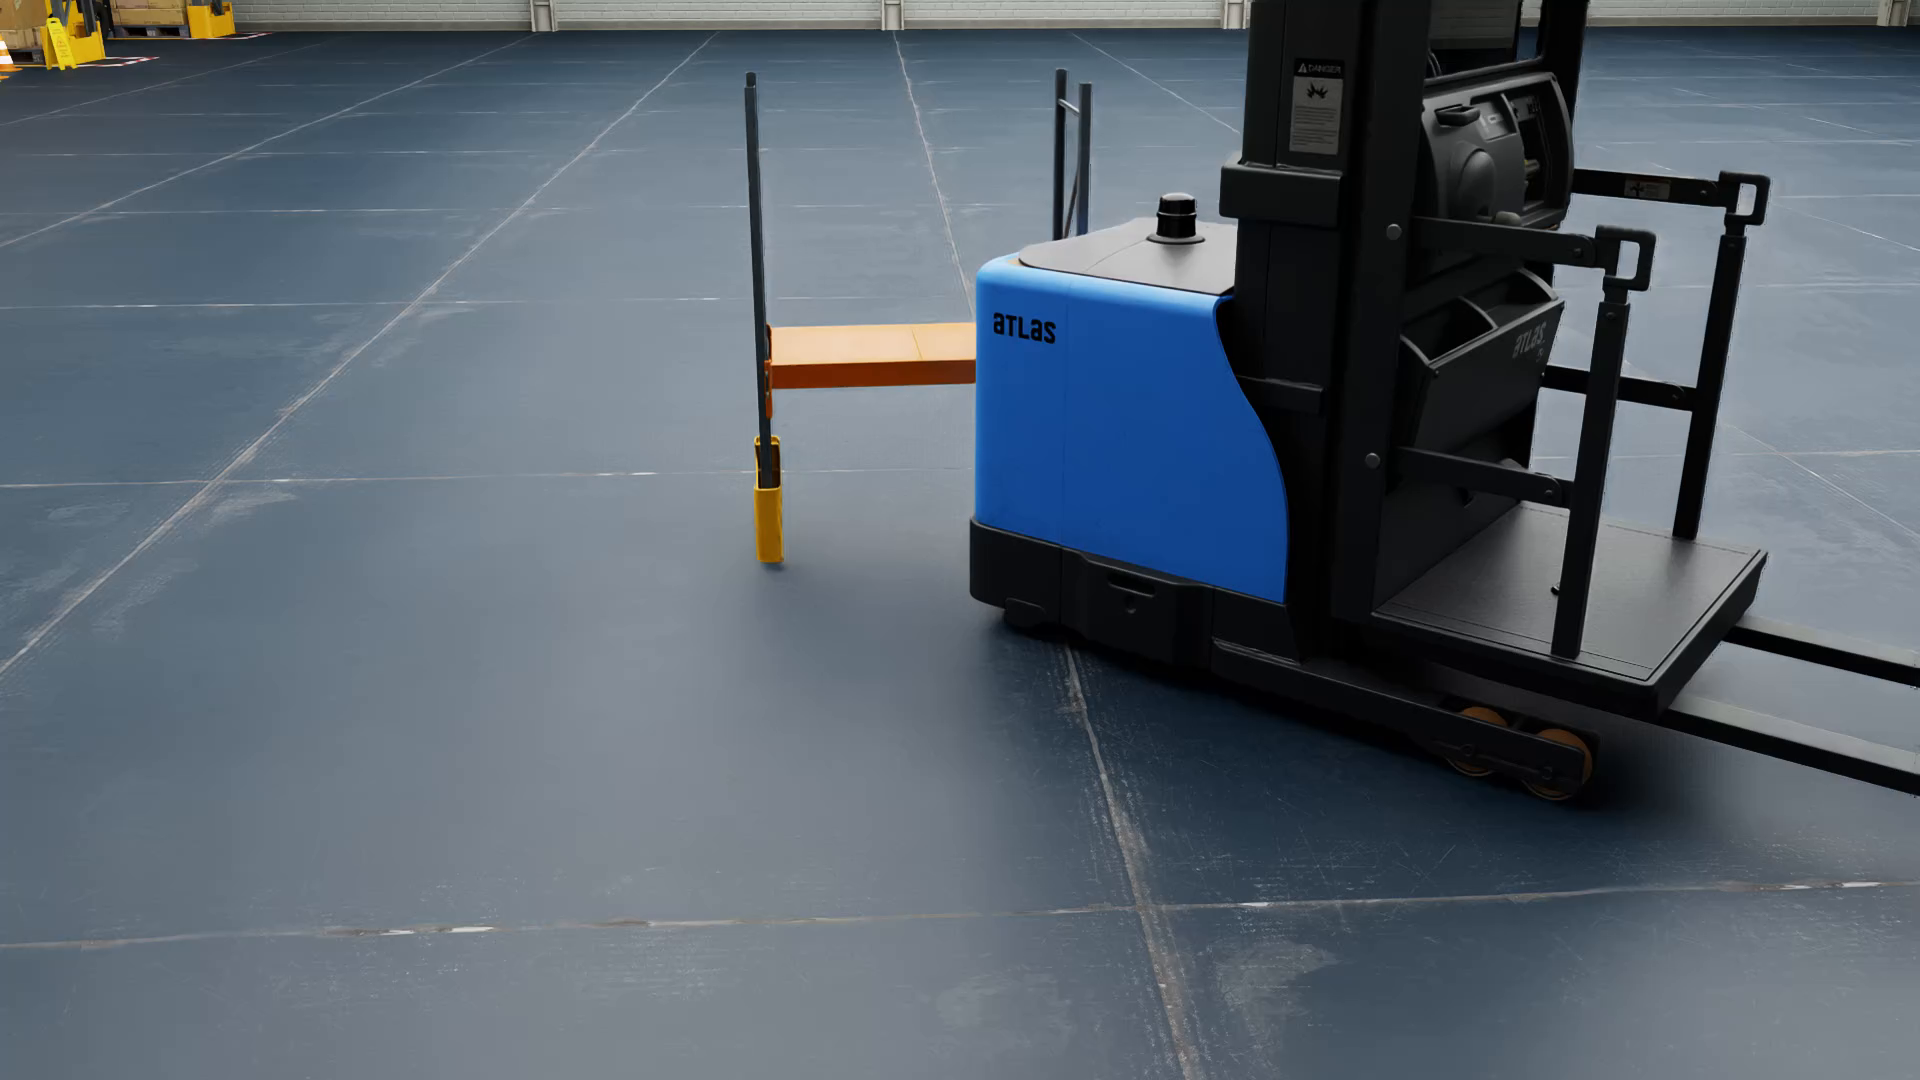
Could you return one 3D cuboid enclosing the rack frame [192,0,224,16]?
[{"bbox_3d":[-12.408,-9.768,27.062,0.127,3.000,1.000,-1,21,-3],"label":"rack frame"}]

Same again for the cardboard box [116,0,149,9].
[{"bbox_3d":[-13.377,-8.786,27.053,0.500,0.250,0.500,-1,21,-4],"label":"cardboard box"}]

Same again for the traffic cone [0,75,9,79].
[{"bbox_3d":[-12.074,-5.965,20.638,0.334,0.463,0.336,-1,21,-3],"label":"traffic cone"}]

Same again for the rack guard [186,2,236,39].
[{"bbox_3d":[-12.384,-8.600,27.508,0.348,0.500,1.175,-1,21,-3],"label":"rack guard"}]

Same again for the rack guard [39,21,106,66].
[{"bbox_3d":[-12.197,-6.835,22.872,0.348,0.500,1.175,-1,21,-3],"label":"rack guard"}]

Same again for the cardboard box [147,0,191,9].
[{"bbox_3d":[-12.876,-8.792,27.070,0.500,0.250,0.500,-1,21,-4],"label":"cardboard box"}]

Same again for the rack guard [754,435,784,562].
[{"bbox_3d":[-0.652,-0.149,5.662,0.087,0.250,0.587,-2,21,-6],"label":"rack guard"}]

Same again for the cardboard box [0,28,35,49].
[{"bbox_3d":[-12.936,-6.804,22.550,0.500,0.250,0.500,-1,21,-3],"label":"cardboard box"}]

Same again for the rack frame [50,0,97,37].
[{"bbox_3d":[-12.121,-8.005,22.431,0.127,3.000,1.000,-1,21,-3],"label":"rack frame"}]

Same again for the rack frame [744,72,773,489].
[{"bbox_3d":[-0.653,-0.733,5.439,0.032,1.500,0.500,-2,21,-6],"label":"rack frame"}]

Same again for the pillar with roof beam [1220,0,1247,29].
[{"bbox_3d":[5.062,-11.714,23.742,0.400,9.000,9.100,-1,21,-3],"label":"pillar with roof beam"}]

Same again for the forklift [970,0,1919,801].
[{"bbox_3d":[1.508,-0.960,4.023,3.031,2.935,1.130,15,26,35],"label":"forklift"}]

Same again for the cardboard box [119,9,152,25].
[{"bbox_3d":[-13.356,-8.551,27.139,0.500,0.250,0.500,-1,21,-3],"label":"cardboard box"}]

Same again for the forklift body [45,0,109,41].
[{"bbox_3d":[-14.197,-8.685,25.410,1.214,2.155,2.313,-1,21,-3],"label":"forklift body"}]

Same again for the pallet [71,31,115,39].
[{"bbox_3d":[-14.384,-8.411,27.416,1.213,0.211,1.003,-1,21,-3],"label":"pallet"}]

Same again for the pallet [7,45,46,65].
[{"bbox_3d":[-13.010,-6.696,22.913,1.213,0.211,1.003,-1,21,-3],"label":"pallet"}]

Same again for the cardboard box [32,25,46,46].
[{"bbox_3d":[-12.942,-6.998,23.060,0.500,0.250,0.500,-1,21,-3],"label":"cardboard box"}]

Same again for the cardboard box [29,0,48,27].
[{"bbox_3d":[-12.966,-7.348,22.925,0.500,0.500,0.500,-2,21,-5],"label":"cardboard box"}]

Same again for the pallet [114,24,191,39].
[{"bbox_3d":[-13.169,-8.435,27.478,1.213,0.211,1.003,-1,21,-3],"label":"pallet"}]

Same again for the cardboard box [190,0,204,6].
[{"bbox_3d":[-12.889,-8.977,27.556,0.500,0.250,0.500,-1,21,-2],"label":"cardboard box"}]

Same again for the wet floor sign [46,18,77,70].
[{"bbox_3d":[-11.870,-6.528,21.862,0.232,0.644,0.267,6,22,16],"label":"wet floor sign"}]

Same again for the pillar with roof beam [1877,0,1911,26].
[{"bbox_3d":[17.042,-11.958,24.382,0.400,9.000,9.100,-1,21,-3],"label":"pillar with roof beam"}]

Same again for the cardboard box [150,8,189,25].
[{"bbox_3d":[-12.859,-8.558,27.157,0.500,0.250,0.500,-1,21,-3],"label":"cardboard box"}]

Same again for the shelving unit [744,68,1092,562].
[{"bbox_3d":[-0.157,-0.753,5.490,1.083,1.500,0.587,-2,21,-6],"label":"shelving unit"}]

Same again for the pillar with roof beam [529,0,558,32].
[{"bbox_3d":[-6.918,-11.470,23.102,0.400,9.000,9.100,-1,21,-3],"label":"pillar with roof beam"}]

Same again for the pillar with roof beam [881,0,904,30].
[{"bbox_3d":[-0.928,-11.592,23.422,0.400,9.000,9.100,-1,21,-3],"label":"pillar with roof beam"}]

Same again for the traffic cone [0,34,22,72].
[{"bbox_3d":[-12.476,-6.352,21.656,0.334,0.463,0.336,-1,21,-3],"label":"traffic cone"}]

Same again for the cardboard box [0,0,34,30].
[{"bbox_3d":[-12.906,-7.158,22.426,0.500,0.500,0.500,-1,21,-3],"label":"cardboard box"}]

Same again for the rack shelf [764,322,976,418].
[{"bbox_3d":[-0.148,-0.585,5.555,1.000,0.185,0.538,-2,21,-6],"label":"rack shelf"}]

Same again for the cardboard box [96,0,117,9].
[{"bbox_3d":[-13.892,-8.768,27.006,0.500,0.250,0.500,-2,21,-4],"label":"cardboard box"}]

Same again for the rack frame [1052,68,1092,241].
[{"bbox_3d":[0.358,-0.773,5.542,0.032,1.500,0.500,-2,21,-6],"label":"rack frame"}]

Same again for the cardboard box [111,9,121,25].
[{"bbox_3d":[-13.856,-8.544,27.121,0.500,0.250,0.500,-1,21,-2],"label":"cardboard box"}]
